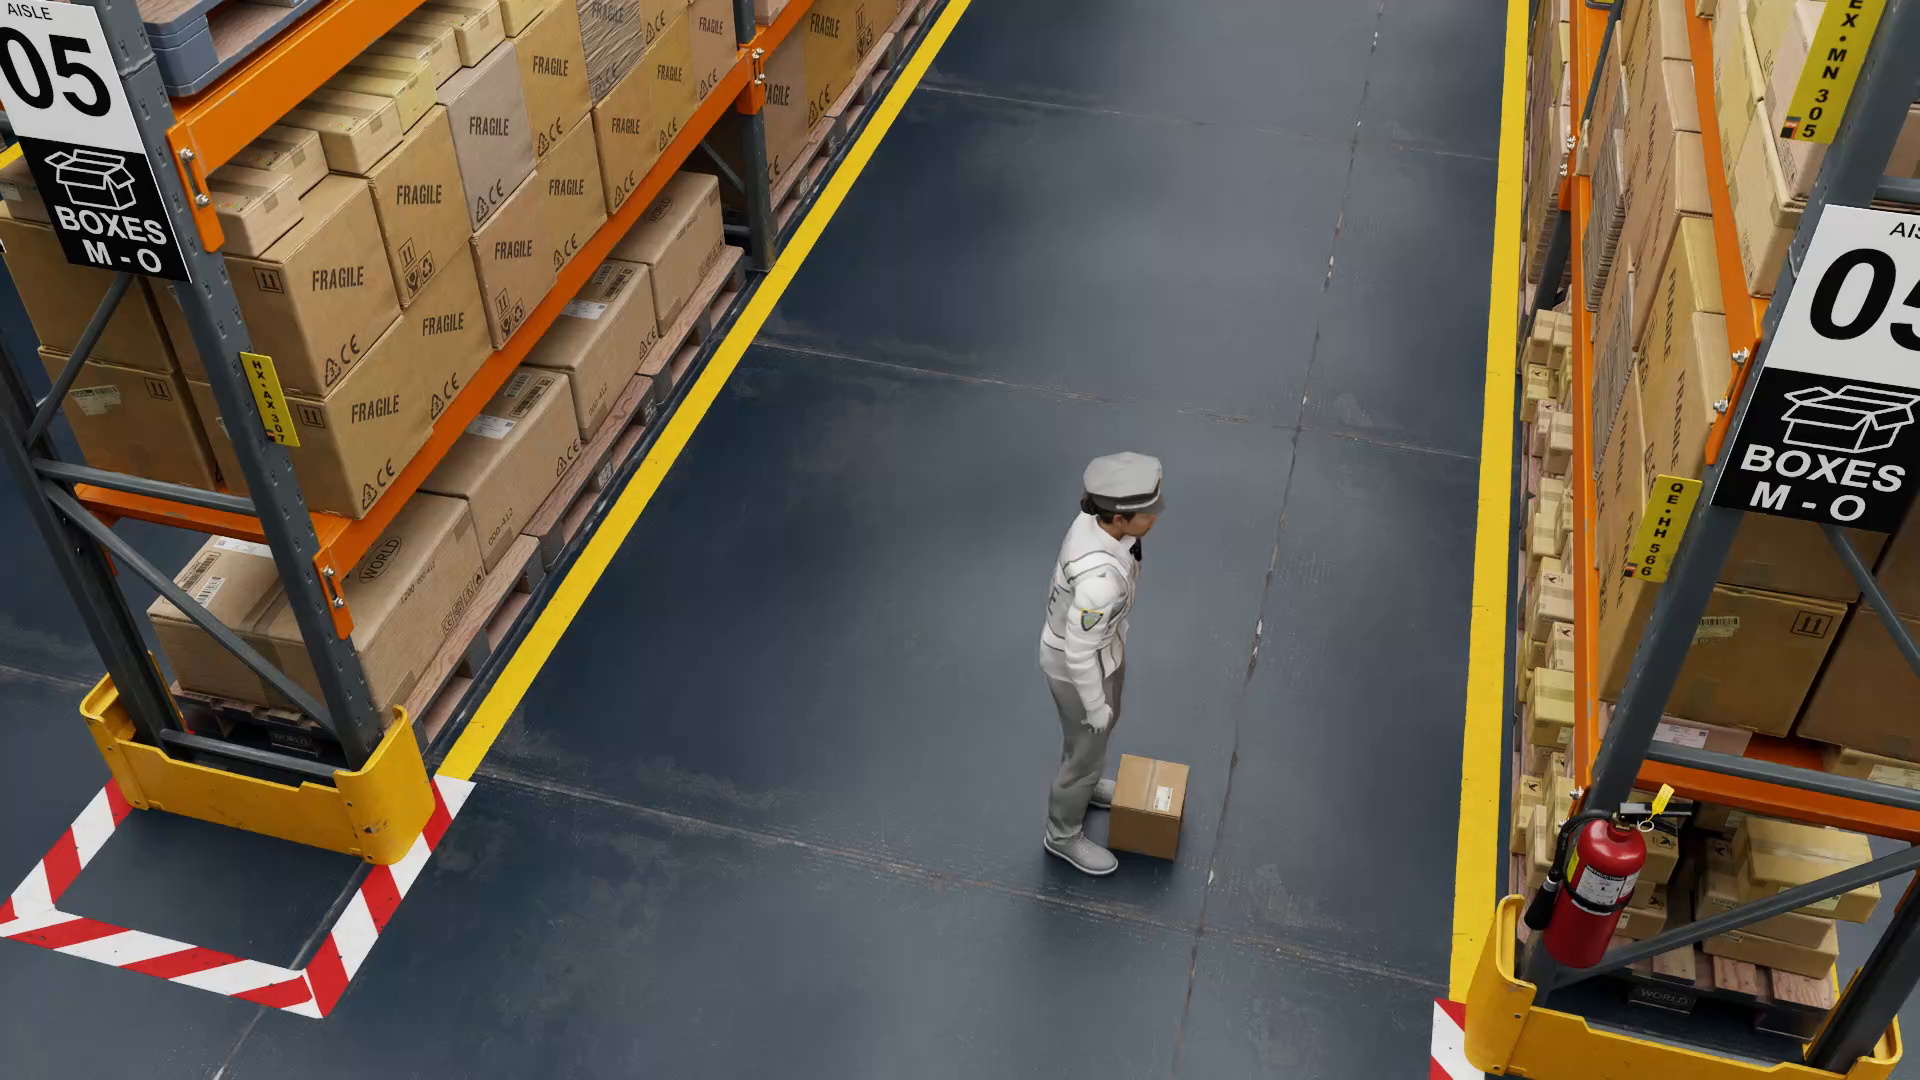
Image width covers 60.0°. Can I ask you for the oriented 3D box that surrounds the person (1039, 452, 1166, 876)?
[{"bbox_3d":[0.461,0.407,5.690,0.370,1.666,0.545,8,42,9],"label":"person"}]
